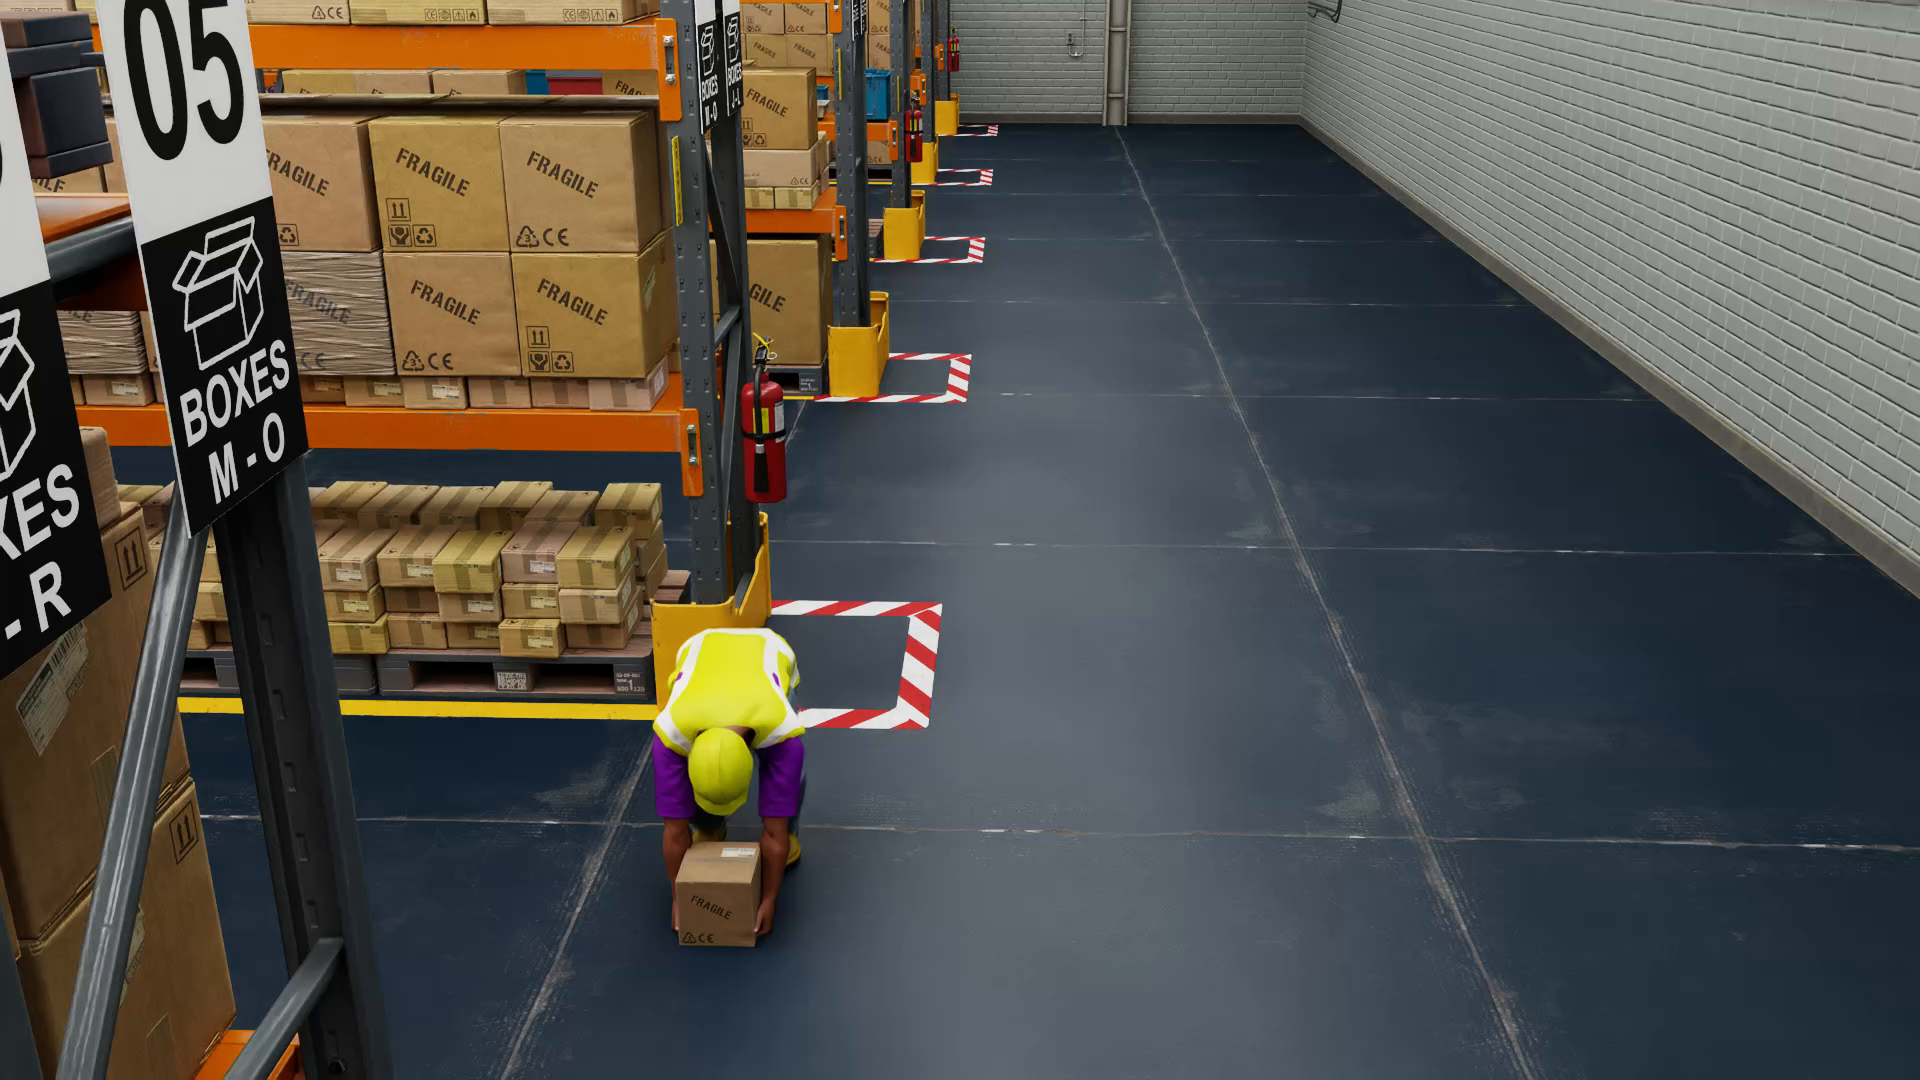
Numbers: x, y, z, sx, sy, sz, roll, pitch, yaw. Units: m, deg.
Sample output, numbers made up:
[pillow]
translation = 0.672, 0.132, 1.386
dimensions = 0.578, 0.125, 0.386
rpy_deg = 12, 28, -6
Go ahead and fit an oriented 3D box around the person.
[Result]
[person]
translation = -0.777, 0.803, 5.749
dimensions = 0.517, 0.862, 0.980
rpy_deg = 0, 21, 0
